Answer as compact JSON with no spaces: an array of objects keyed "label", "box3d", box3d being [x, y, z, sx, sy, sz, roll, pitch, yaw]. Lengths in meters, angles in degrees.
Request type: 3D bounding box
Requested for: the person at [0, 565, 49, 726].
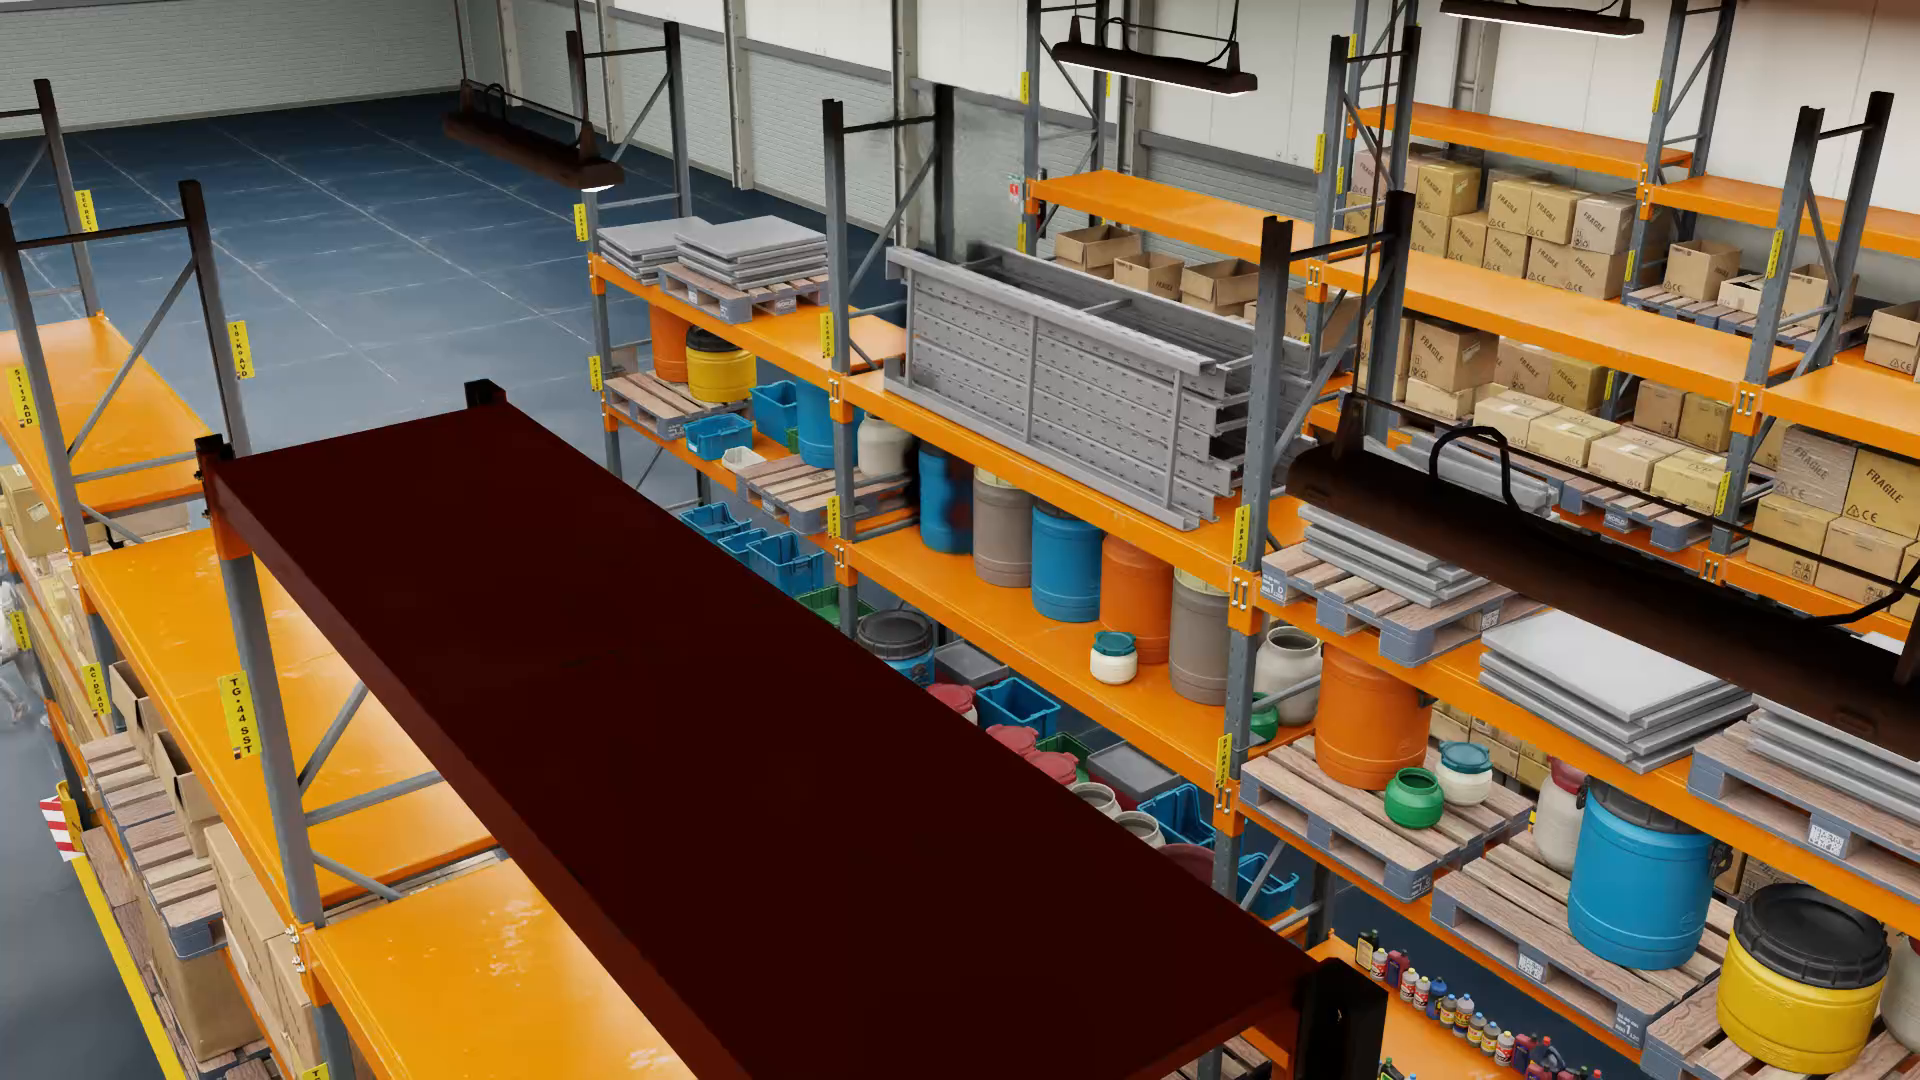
[{"label":"person","box3d":[-8.545,0.946,14.921,0.780,1.665,0.642,2,25,4]}]
